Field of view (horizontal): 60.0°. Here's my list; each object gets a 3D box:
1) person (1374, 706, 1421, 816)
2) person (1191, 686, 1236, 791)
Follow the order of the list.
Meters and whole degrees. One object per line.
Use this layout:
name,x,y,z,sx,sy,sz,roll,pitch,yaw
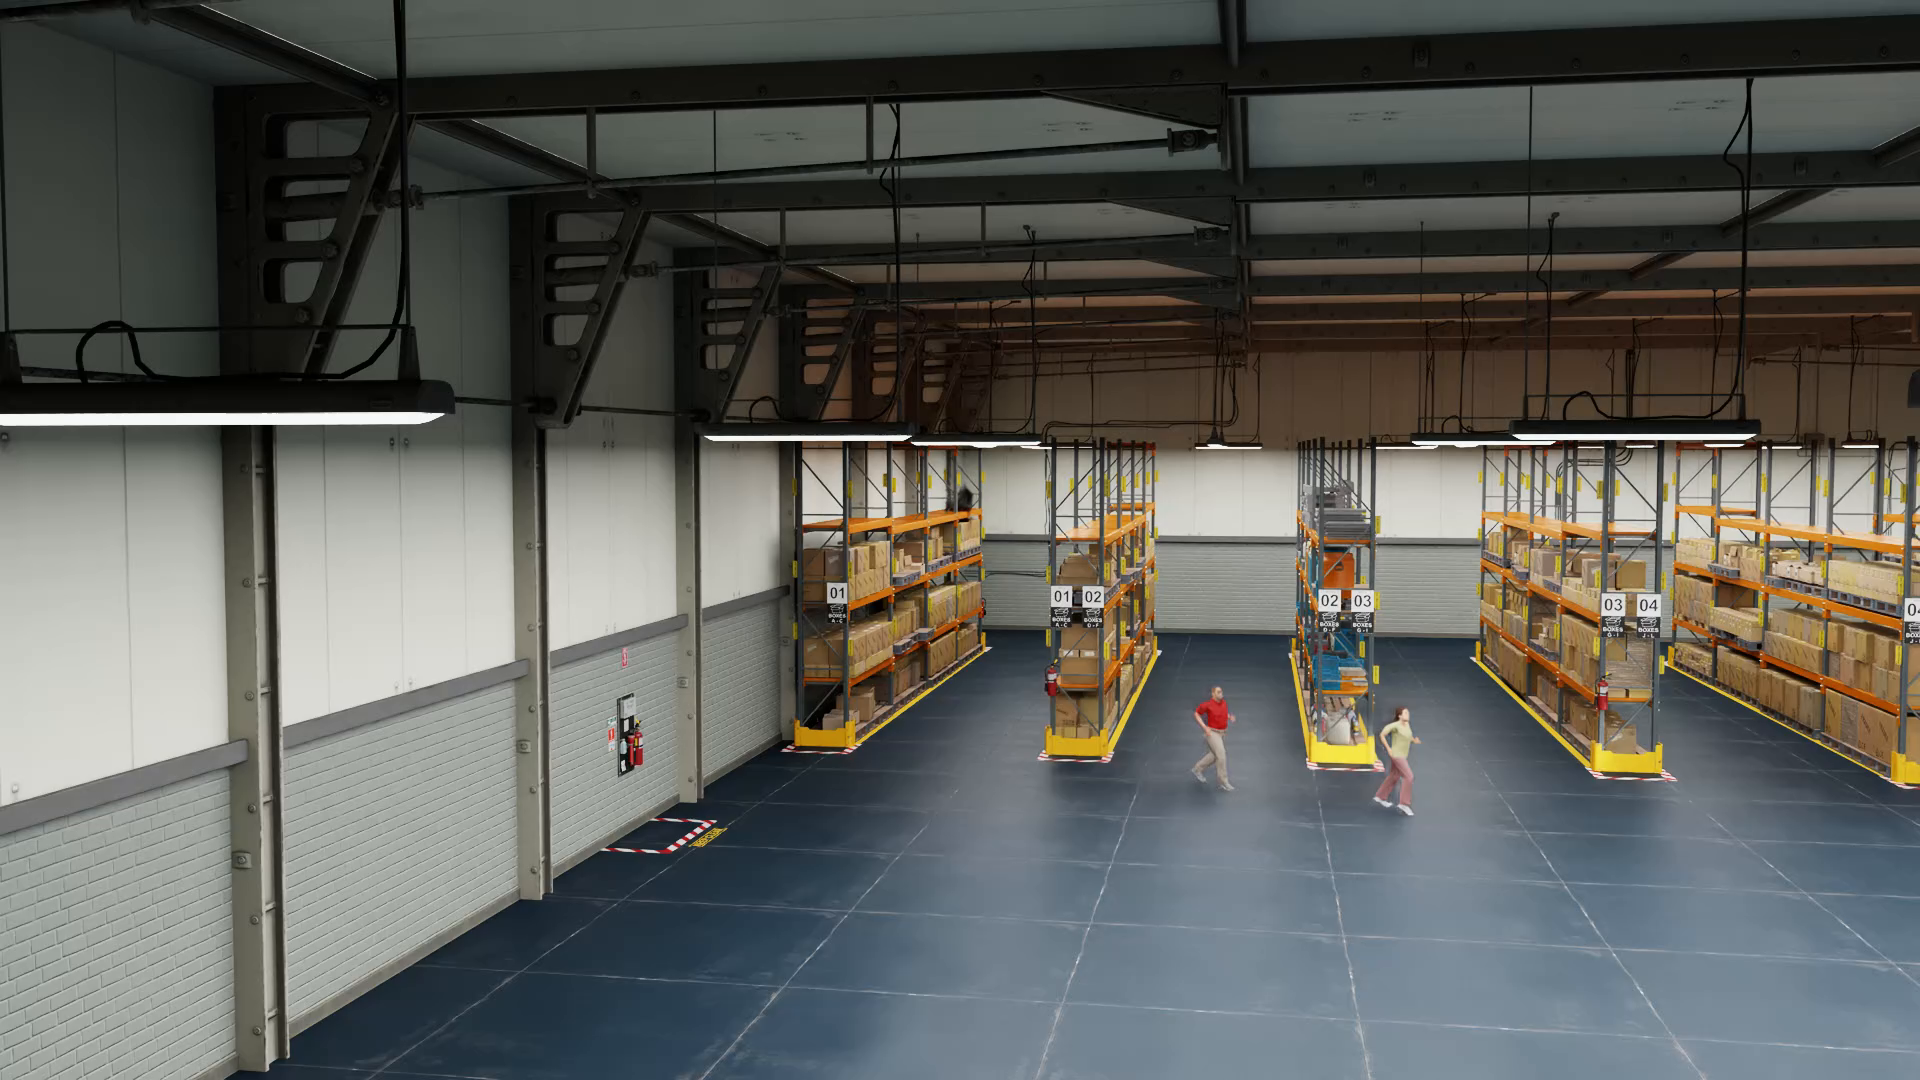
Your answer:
person,6.954,3.484,26.478,0.748,1.718,0.569,2,4,37
person,4.360,3.360,28.382,0.893,1.762,0.641,3,4,40
